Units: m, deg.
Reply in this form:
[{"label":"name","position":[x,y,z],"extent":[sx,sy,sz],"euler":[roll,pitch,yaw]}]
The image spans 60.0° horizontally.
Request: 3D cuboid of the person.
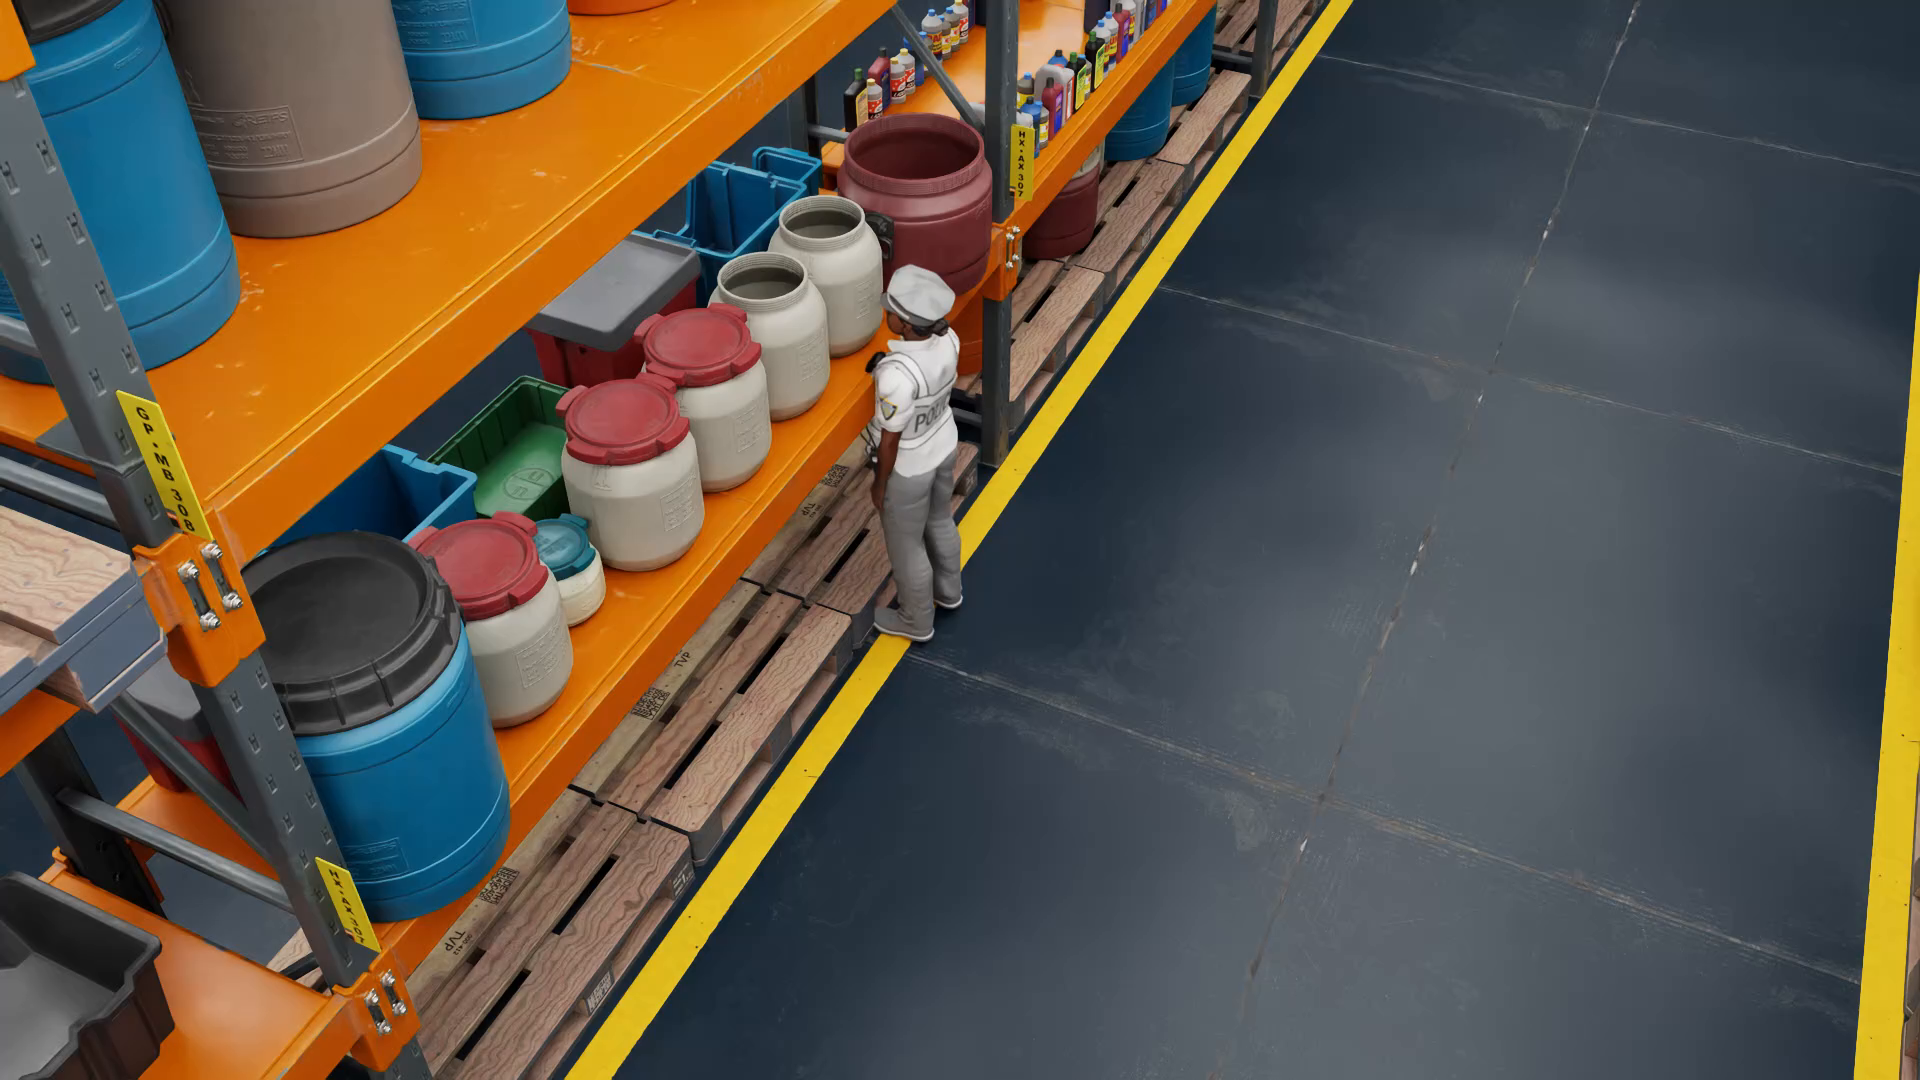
[{"label":"person","position":[-0.192,-0.322,6.480],"extent":[0.342,1.692,0.440],"euler":[22,47,22]}]
